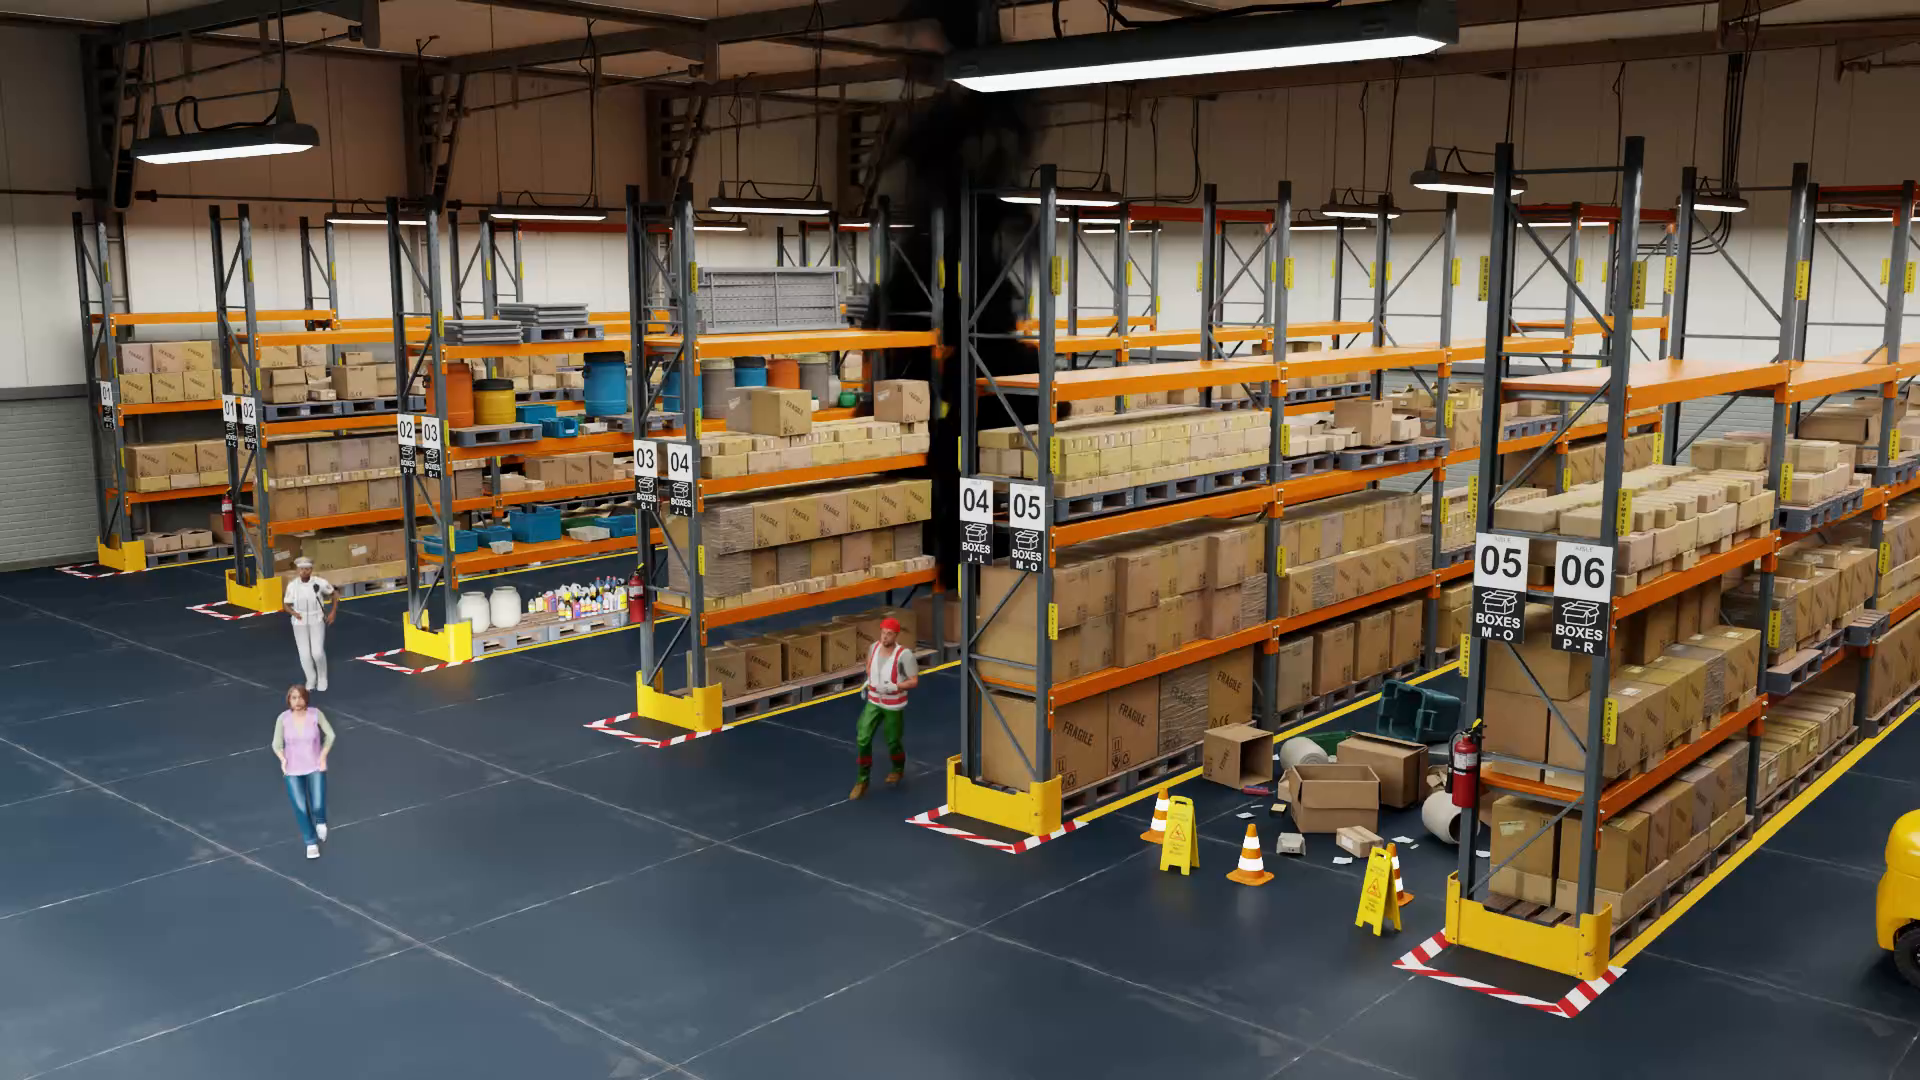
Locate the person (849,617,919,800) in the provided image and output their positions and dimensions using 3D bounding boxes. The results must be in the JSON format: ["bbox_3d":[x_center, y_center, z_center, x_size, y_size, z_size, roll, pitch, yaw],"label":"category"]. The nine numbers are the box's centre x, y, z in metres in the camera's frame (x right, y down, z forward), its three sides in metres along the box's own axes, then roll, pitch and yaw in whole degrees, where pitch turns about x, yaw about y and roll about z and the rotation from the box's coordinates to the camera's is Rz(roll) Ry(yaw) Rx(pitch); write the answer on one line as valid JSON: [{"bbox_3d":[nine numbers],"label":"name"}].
[{"bbox_3d":[-0.687,1.630,16.225,0.657,1.820,0.777,4,10,22],"label":"person"}]

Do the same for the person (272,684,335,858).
[{"bbox_3d":[-5.713,2.015,14.495,0.512,1.554,0.530,-3,10,-17],"label":"person"}]

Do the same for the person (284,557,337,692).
[{"bbox_3d":[-7.836,1.025,20.085,0.596,1.686,0.647,-3,10,-15],"label":"person"}]
